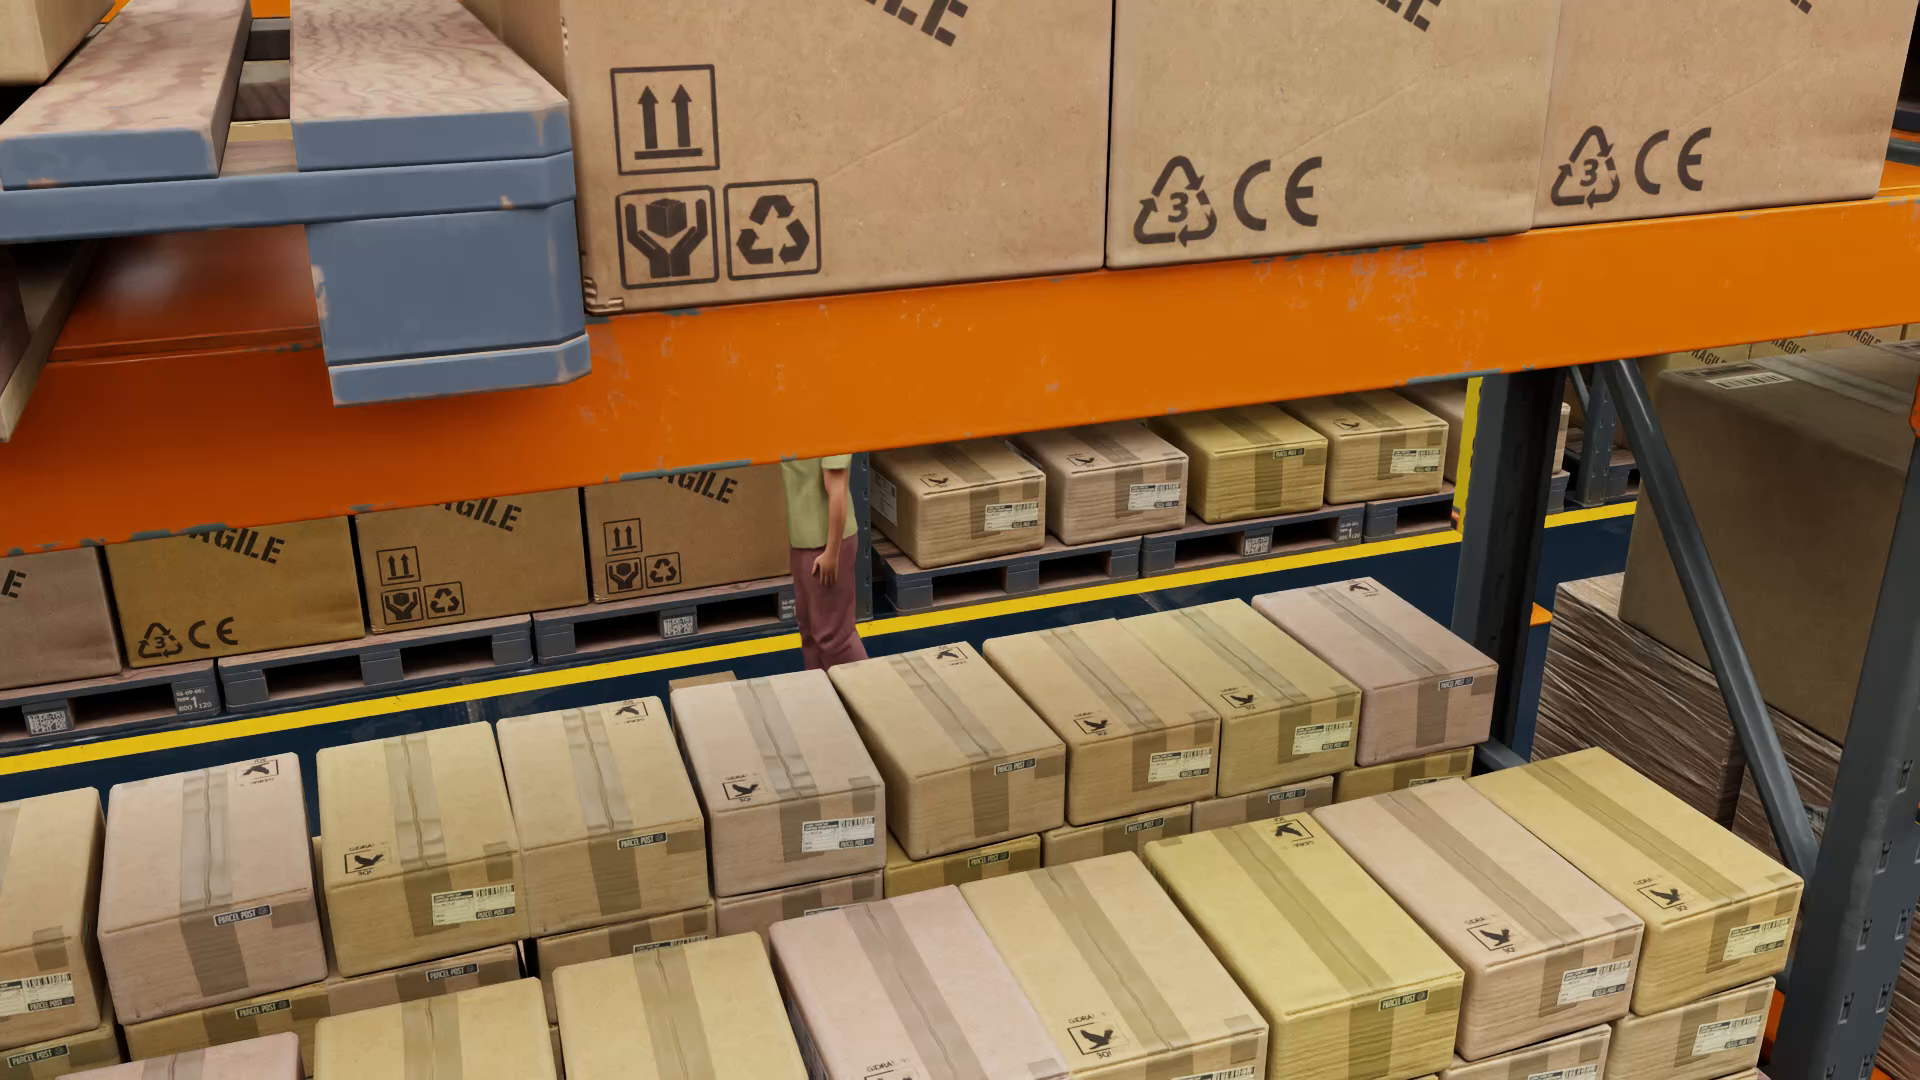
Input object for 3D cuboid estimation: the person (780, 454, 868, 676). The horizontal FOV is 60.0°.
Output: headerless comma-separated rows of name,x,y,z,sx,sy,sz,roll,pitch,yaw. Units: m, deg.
person,-0.497,0.015,6.126,0.411,1.720,0.446,-4,23,-9
